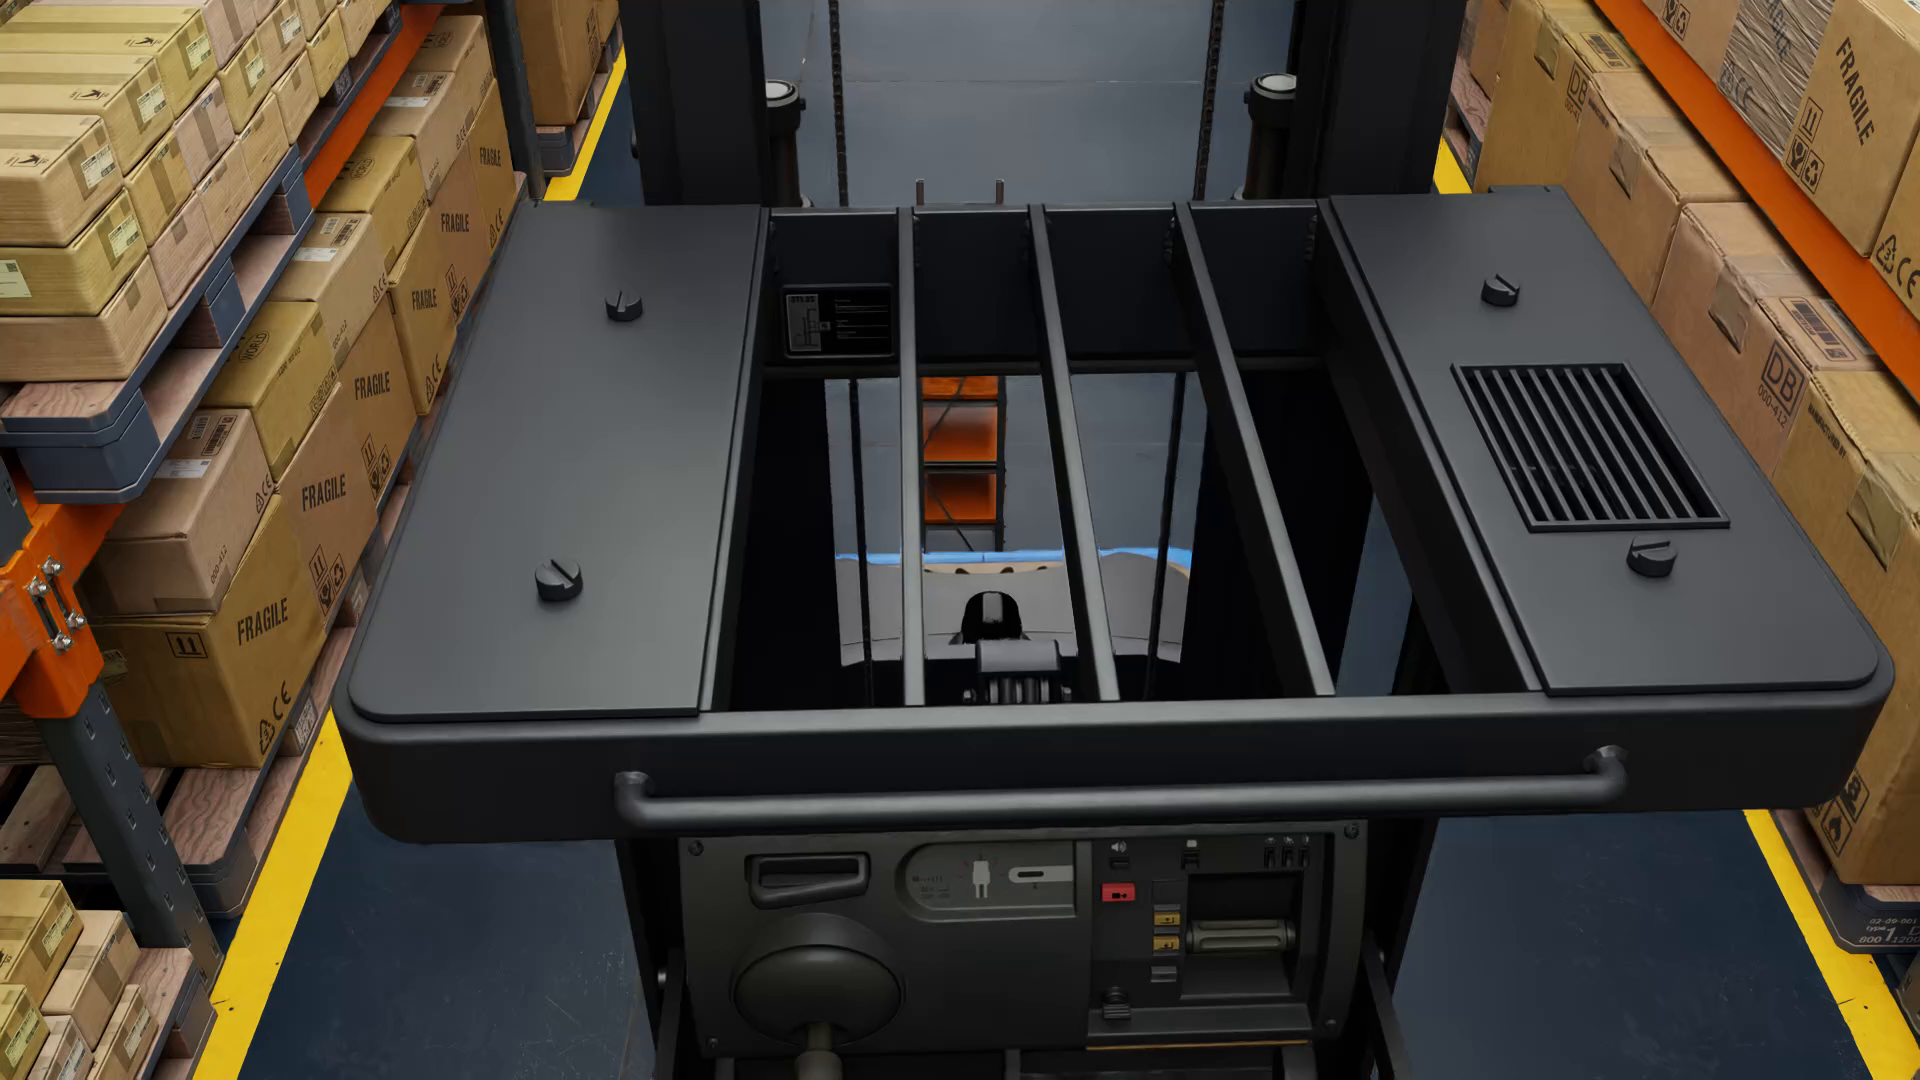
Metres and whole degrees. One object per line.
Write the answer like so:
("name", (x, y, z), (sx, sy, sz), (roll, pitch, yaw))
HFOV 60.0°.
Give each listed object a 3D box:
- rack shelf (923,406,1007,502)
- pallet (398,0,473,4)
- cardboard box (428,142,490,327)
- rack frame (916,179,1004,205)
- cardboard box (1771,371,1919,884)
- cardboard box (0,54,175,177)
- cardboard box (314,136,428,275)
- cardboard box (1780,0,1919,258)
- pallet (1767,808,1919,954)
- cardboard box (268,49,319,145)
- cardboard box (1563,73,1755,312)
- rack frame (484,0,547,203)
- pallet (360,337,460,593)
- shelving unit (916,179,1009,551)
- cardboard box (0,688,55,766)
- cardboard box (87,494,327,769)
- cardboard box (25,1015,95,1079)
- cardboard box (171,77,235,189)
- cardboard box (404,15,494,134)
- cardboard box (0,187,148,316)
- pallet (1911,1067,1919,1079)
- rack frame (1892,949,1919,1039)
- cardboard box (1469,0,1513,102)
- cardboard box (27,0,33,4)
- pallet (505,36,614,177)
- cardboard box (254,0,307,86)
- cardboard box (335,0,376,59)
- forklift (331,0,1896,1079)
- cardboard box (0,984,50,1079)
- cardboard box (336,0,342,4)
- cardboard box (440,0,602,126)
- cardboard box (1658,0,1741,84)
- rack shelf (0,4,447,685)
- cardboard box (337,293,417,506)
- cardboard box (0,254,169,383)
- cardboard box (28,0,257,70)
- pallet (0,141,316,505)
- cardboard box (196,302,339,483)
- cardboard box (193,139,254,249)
("rack shelf", (0.000, -0.312, 4.788), (0.258, 0.148, 0.480), (0, 39, 0))
("pallet", (-2.160, -2.106, 5.632), (1.213, 0.211, 1.003), (0, 39, 0))
("cardboard box", (-2.008, -1.079, 5.860), (0.500, 0.500, 0.500), (1, 39, 2))
("rack frame", (0.000, -0.517, 4.936), (0.240, 1.200, 0.015), (0, 39, 0))
("cardboard box", (2.677, 0.200, 3.965), (1.225, 0.875, 0.875), (0, 39, 0))
("cardboard box", (-1.810, -0.844, 3.294), (0.380, 0.149, 0.250), (1, 39, 1))
("cardboard box", (-2.008, -1.046, 5.220), (0.500, 0.250, 0.500), (1, 39, 1))
("cardboard box", (2.423, -1.033, 4.060), (0.500, 0.500, 0.500), (0, 39, -1))
("pallet", (2.621, 0.541, 4.407), (1.003, 0.211, 1.213), (0, 39, 0))
("cardboard box", (-1.806, -1.083, 4.068), (0.380, 0.149, 0.250), (-2, 39, -2))
("cardboard box", (2.666, -0.912, 5.353), (1.225, 0.875, 0.875), (0, 39, 0))
("rack frame", (-2.267, -2.626, 6.128), (1.000, 3.000, 0.127), (0, 39, 0))
("pallet", (-2.269, -0.288, 5.441), (1.003, 0.211, 1.213), (0, 39, 0))
("shelving unit", (0.000, -0.365, 4.746), (0.258, 1.200, 0.503), (0, 39, 0))
("cardboard box", (-2.515, 0.224, 4.235), (0.500, 0.500, 0.500), (-1, 39, -1))
("cardboard box", (-1.998, 0.225, 4.234), (0.500, 0.500, 0.500), (1, 39, 2))
("cardboard box", (-1.932, 1.074, 3.217), (0.380, 0.149, 0.250), (-2, 39, -2))
("cardboard box", (-1.806, -0.877, 3.573), (0.380, 0.149, 0.250), (1, 39, 1))
("cardboard box", (-2.004, -1.680, 6.011), (0.500, 0.250, 0.500), (-1, 39, -1))
("cardboard box", (-1.803, -0.553, 3.169), (0.380, 0.149, 0.250), (1, 39, 1))
("pallet", (2.620, 1.499, 3.211), (1.003, 0.211, 1.213), (0, 39, 0))
("rack frame", (2.697, -0.065, 2.933), (1.000, 3.000, 0.127), (0, 39, 0))
("cardboard box", (2.672, -2.182, 7.221), (0.700, 0.500, 0.500), (-2, 39, -2))
("cardboard box", (-2.466, -1.380, 4.200), (0.380, 0.149, 0.250), (0, 39, 0))
("pallet", (-2.193, -2.031, 7.616), (1.003, 0.211, 1.213), (0, 39, 0))
("cardboard box", (-1.810, -1.208, 3.986), (0.380, 0.149, 0.250), (1, 39, 2))
("cardboard box", (-1.807, -1.411, 4.478), (0.380, 0.149, 0.250), (-2, 39, -2))
("forklift", (0.098, 0.633, 2.116), (1.130, 2.935, 3.031), (-1, 39, -2))
("cardboard box", (-1.962, 0.974, 3.104), (0.380, 0.149, 0.250), (0, 39, 1))
("cardboard box", (-1.807, -1.531, 4.389), (0.380, 0.149, 0.250), (-1, 39, -1))
("cardboard box", (-2.178, -2.293, 7.176), (1.050, 0.750, 0.750), (-1, 39, -1))
("cardboard box", (2.428, -1.658, 4.841), (0.500, 0.500, 0.500), (-1, 39, -1))
("rack shelf", (-2.265, -1.095, 4.793), (1.077, 0.370, 4.000), (0, 39, 0))
("cardboard box", (-2.015, -0.434, 5.056), (0.500, 0.500, 0.500), (1, 39, 1))
("cardboard box", (-1.803, -0.437, 3.262), (0.380, 0.149, 0.250), (-2, 39, -2))
("cardboard box", (-1.805, -1.160, 3.688), (0.380, 0.149, 0.250), (-1, 39, -1))
("pallet", (-2.118, -0.528, 3.663), (1.003, 0.211, 1.213), (0, 39, 0))
("cardboard box", (-2.002, -0.401, 4.415), (0.500, 0.250, 0.500), (1, 39, 1))
("cardboard box", (-1.806, -0.767, 3.673), (0.380, 0.149, 0.250), (0, 39, 0))
